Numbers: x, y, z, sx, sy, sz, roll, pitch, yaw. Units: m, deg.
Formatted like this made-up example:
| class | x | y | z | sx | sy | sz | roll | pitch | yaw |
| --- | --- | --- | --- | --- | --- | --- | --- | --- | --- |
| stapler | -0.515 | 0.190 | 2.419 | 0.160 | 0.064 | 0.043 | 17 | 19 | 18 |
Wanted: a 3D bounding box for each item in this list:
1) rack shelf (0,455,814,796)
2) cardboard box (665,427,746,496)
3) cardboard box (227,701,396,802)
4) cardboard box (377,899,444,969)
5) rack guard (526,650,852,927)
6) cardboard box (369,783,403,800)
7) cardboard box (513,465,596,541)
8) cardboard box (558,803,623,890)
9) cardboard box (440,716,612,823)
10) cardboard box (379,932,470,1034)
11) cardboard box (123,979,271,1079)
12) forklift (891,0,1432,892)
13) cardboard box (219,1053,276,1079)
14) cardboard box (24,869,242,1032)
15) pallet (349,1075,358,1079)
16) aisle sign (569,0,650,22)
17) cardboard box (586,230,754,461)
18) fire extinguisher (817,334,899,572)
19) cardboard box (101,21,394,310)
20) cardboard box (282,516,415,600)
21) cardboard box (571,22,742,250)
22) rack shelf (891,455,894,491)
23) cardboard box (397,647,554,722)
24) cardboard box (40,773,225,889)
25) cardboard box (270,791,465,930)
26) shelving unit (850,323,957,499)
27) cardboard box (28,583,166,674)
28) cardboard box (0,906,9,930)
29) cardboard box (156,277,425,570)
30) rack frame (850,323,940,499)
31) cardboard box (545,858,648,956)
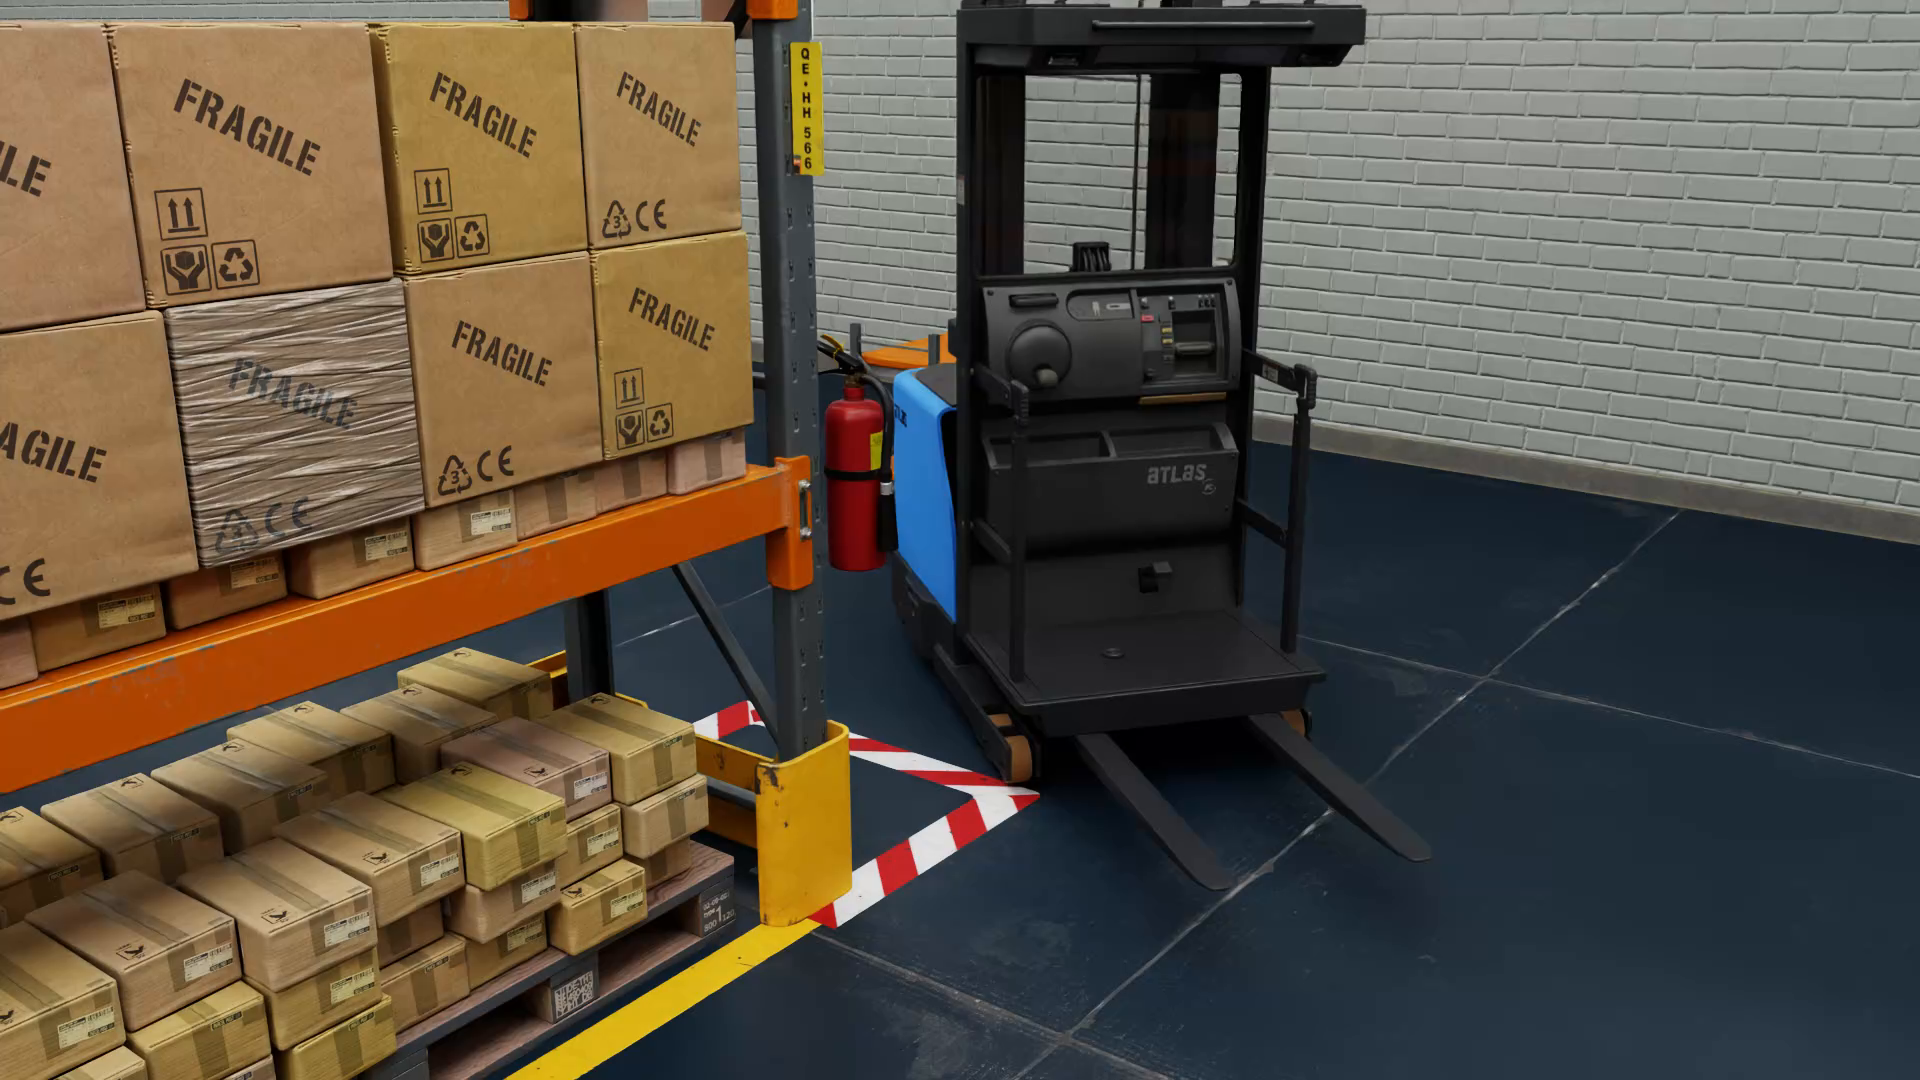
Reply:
| class | x | y | z | sx | sy | sz | roll | pitch | yaw |
| --- | --- | --- | --- | --- | --- | --- | --- | --- | --- |
| rack shelf | -2.012 | 0.330 | 3.336 | 1.077 | 0.370 | 4.000 | 12 | 21 | 35 |
| cardboard box | -0.787 | -0.242 | 4.389 | 0.380 | 0.149 | 0.250 | 12 | 21 | 35 |
| cardboard box | -1.726 | 0.576 | 4.427 | 0.380 | 0.149 | 0.250 | 12 | 21 | 35 |
| cardboard box | -1.456 | 0.875 | 3.965 | 0.380 | 0.149 | 0.250 | 12 | 21 | 34 |
| rack guard | -0.866 | 0.722 | 5.075 | 1.175 | 0.500 | 0.348 | 12 | 21 | 35 |
| cardboard box | -1.622 | 0.738 | 4.408 | 0.380 | 0.149 | 0.250 | 13 | 21 | 35 |
| cardboard box | -1.103 | -0.127 | 4.019 | 0.380 | 0.149 | 0.250 | 12 | 21 | 34 |
| cardboard box | -1.104 | 0.758 | 4.342 | 0.380 | 0.149 | 0.250 | 12 | 21 | 33 |
| cardboard box | -1.128 | 0.608 | 4.325 | 0.380 | 0.149 | 0.250 | 13 | 21 | 36 |
| cardboard box | -1.402 | 1.021 | 3.996 | 0.380 | 0.149 | 0.250 | 13 | 21 | 35 |
| cardboard box | -1.680 | 1.013 | 3.522 | 0.380 | 0.149 | 0.250 | 14 | 22 | 37 |
| forklift | 0.593 | -0.706 | 5.574 | 1.130 | 2.935 | 3.031 | -5 | 18 | -15 |
| cardboard box | -1.682 | 1.155 | 3.566 | 0.380 | 0.149 | 0.250 | 13 | 21 | 36 |
| cardboard box | -1.747 | 0.859 | 3.515 | 0.380 | 0.149 | 0.250 | 12 | 21 | 33 |
| pallet | -2.105 | 1.337 | 3.584 | 1.003 | 0.211 | 1.213 | 12 | 21 | 35 |
| aisle sign | -1.018 | -1.802 | 4.604 | 0.394 | 0.787 | 0.004 | 12 | 21 | 35 |
| cardboard box | -0.881 | -0.527 | 4.213 | 0.500 | 0.500 | 0.500 | 13 | 21 | 36 |
| fire extinguisher | -0.299 | -0.253 | 4.760 | 0.296 | 0.674 | 0.183 | 12 | 21 | 35 |
| cardboard box | -1.498 | -0.758 | 3.271 | 0.500 | 0.500 | 0.500 | 14 | 22 | 37 |
| cardboard box | -1.417 | -0.005 | 3.625 | 0.380 | 0.149 | 0.250 | 11 | 21 | 32 |
| cardboard box | -0.893 | -1.004 | 4.063 | 0.500 | 0.500 | 0.500 | 12 | 21 | 34 |
| rack shelf | 0.004 | -0.305 | 8.155 | 0.538 | 0.278 | 1.000 | 12 | 21 | 35 |
| cardboard box | -1.405 | 0.452 | 4.827 | 0.380 | 0.149 | 0.250 | 11 | 21 | 32 |
| cardboard box | -1.980 | 0.714 | 3.982 | 0.380 | 0.149 | 0.250 | 13 | 22 | 37 |
| cardboard box | -1.385 | 0.742 | 3.892 | 0.380 | 0.149 | 0.250 | 11 | 21 | 33 |
| shelving unit | 0.004 | -0.539 | 8.082 | 0.538 | 1.125 | 1.048 | 12 | 21 | 35 |
| cardboard box | -1.771 | 0.115 | 3.239 | 0.380 | 0.149 | 0.250 | 13 | 21 | 36 |
| cardboard box | -2.246 | 0.846 | 3.559 | 0.380 | 0.149 | 0.250 | 12 | 21 | 35 |
| cardboard box | -1.487 | -0.283 | 3.427 | 0.500 | 0.500 | 0.500 | 13 | 21 | 35 |
| rack frame | -0.299 | -0.418 | 7.692 | 0.500 | 1.125 | 0.032 | 12 | 21 | 35 |
| cardboard box | -1.038 | 0.913 | 4.346 | 0.380 | 0.149 | 0.250 | 13 | 22 | 36 |
